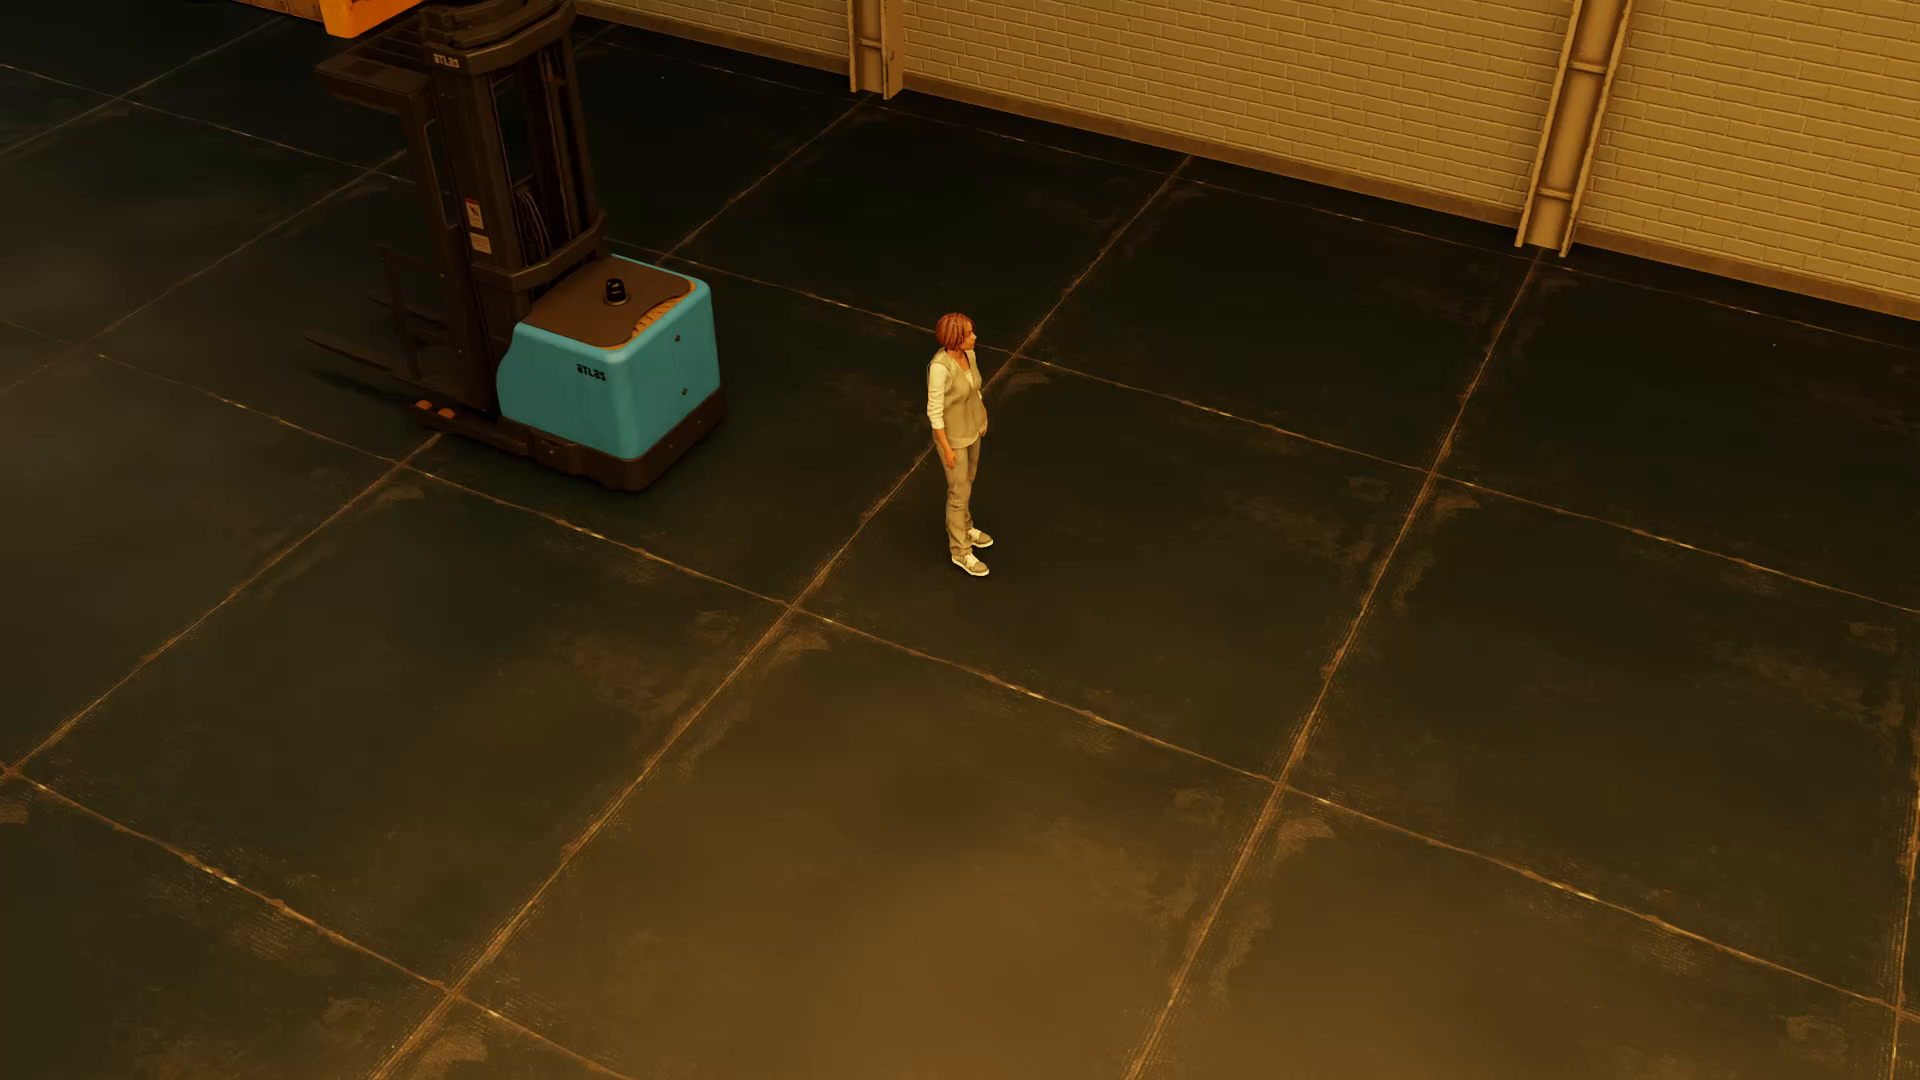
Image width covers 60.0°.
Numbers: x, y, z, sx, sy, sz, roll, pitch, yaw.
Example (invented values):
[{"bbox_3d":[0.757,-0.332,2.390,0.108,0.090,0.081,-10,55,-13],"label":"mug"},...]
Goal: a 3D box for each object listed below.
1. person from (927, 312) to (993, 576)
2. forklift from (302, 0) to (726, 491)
[{"bbox_3d":[0.060,-0.586,9.707,0.473,1.599,0.520,18,43,21],"label":"person"},{"bbox_3d":[-3.112,-2.112,10.494,3.031,2.935,1.130,19,44,21],"label":"forklift"}]
